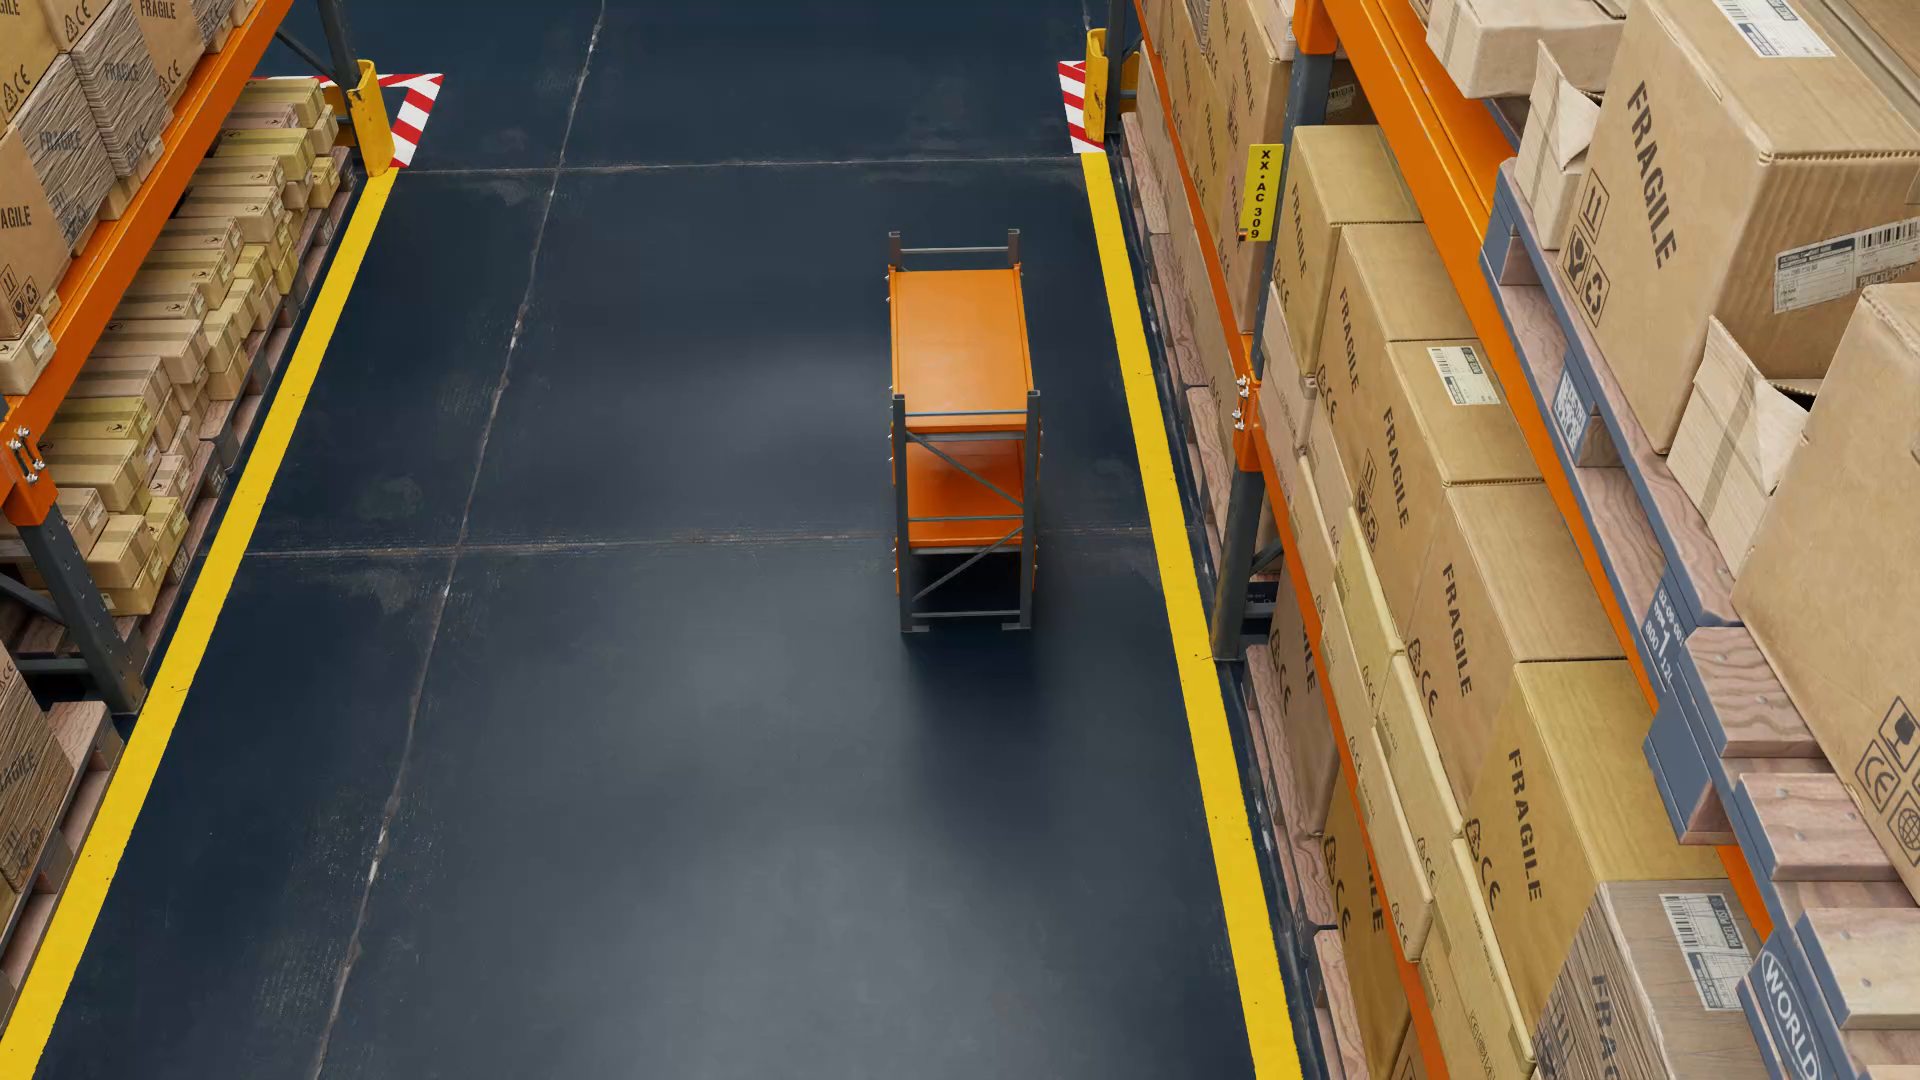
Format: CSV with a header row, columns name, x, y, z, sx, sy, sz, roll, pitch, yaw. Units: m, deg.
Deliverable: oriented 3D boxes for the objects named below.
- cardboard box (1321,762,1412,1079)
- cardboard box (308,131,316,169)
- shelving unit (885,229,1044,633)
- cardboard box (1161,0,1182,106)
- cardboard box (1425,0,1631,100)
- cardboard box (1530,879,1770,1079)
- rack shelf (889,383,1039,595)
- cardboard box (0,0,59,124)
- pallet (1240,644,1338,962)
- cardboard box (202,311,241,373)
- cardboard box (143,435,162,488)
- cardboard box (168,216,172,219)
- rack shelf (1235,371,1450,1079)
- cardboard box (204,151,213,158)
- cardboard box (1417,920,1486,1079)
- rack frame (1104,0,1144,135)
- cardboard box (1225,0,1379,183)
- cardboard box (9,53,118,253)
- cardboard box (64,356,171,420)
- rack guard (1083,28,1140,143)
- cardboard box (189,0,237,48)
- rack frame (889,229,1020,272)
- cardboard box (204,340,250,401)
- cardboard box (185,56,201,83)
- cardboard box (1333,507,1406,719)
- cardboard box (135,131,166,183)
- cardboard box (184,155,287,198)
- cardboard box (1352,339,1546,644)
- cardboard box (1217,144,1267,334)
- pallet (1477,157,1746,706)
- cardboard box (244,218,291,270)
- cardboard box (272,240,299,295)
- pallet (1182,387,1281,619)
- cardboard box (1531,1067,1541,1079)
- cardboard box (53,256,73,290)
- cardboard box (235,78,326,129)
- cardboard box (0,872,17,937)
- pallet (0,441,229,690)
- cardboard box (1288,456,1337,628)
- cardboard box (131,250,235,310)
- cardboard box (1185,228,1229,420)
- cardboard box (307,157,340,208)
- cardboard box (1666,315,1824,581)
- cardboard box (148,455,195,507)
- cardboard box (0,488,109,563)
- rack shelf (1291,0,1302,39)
name,x,y,z,sx,sy,sz,roll,pitch,yaw
cardboard box,1.602,0.954,4.751,0.875,0.875,0.875,-1,43,-1
cardboard box,-3.396,-1.878,8.158,0.380,0.149,0.250,-3,43,-3
shelving unit,0.000,-0.419,6.375,0.538,1.125,1.048,-2,43,-2
cardboard box,1.104,-2.083,6.729,0.500,0.500,0.500,0,43,0
cardboard box,1.154,-1.011,3.275,0.380,0.166,0.250,-4,43,-5
cardboard box,1.307,0.907,2.727,0.500,0.500,0.500,-1,43,-1
rack shelf,0.000,-0.239,6.540,0.538,0.278,1.000,-2,43,-2
cardboard box,-3.304,-1.667,5.314,0.500,0.500,0.500,-3,43,-3
pallet,1.558,0.846,5.671,1.003,0.211,1.213,-2,43,-2
cardboard box,-3.278,-0.830,7.015,0.380,0.149,0.250,-2,43,-2
cardboard box,-3.334,-0.290,6.425,0.380,0.149,0.250,-2,43,-2
cardboard box,-3.947,-1.414,7.872,0.380,0.149,0.250,-1,43,-1
rack shelf,1.535,0.915,4.065,1.077,0.370,4.000,-2,43,-2
cardboard box,-3.895,-2.043,8.338,0.380,0.149,0.250,0,43,0
cardboard box,1.296,1.036,3.511,0.500,0.250,0.500,-2,43,-2
rack frame,1.280,-3.401,8.241,1.000,3.000,0.127,-2,43,-2
cardboard box,1.154,-1.417,5.262,0.500,0.500,0.500,-2,43,-2
cardboard box,-3.289,-1.312,5.668,0.500,0.500,0.500,-2,43,-2
cardboard box,-3.345,-0.584,6.527,0.380,0.149,0.250,-3,43,-3
rack guard,1.279,-2.496,9.103,1.175,0.500,0.348,-2,43,-2
cardboard box,-3.337,-2.352,6.801,0.500,0.500,0.500,-2,43,-2
rack frame,-0.022,-0.762,6.749,0.500,1.125,0.032,-2,43,-2
cardboard box,-3.281,-0.724,7.119,0.380,0.149,0.250,-3,43,-3
cardboard box,-3.398,-2.014,6.913,0.380,0.149,0.250,-3,43,-4
cardboard box,1.232,0.168,4.088,0.500,0.250,0.500,-1,43,-1
cardboard box,-3.281,-1.486,6.337,0.380,0.149,0.250,0,43,0
cardboard box,-3.347,-1.645,7.683,0.380,0.149,0.250,-3,43,-4
cardboard box,1.250,-0.120,3.847,0.500,0.500,0.500,-3,43,-3
cardboard box,1.175,-1.043,5.594,0.500,0.500,0.500,-1,43,-1
pallet,1.489,-0.224,2.695,1.003,0.211,1.213,0,43,0
cardboard box,-3.295,-1.356,7.589,0.380,0.149,0.250,-1,43,-1
cardboard box,-3.296,-1.257,7.701,0.380,0.149,0.250,-3,43,-4
pallet,1.496,-0.188,6.799,1.003,0.211,1.213,-2,43,-2
cardboard box,1.320,1.205,2.957,0.500,0.250,0.500,-3,43,-3
cardboard box,-3.325,-0.949,5.752,0.380,0.149,0.250,-3,43,-4
cardboard box,-3.386,-2.164,8.250,0.380,0.149,0.250,-1,43,-1
cardboard box,-3.187,1.115,4.853,0.500,0.500,0.500,-3,43,-3
pallet,-3.555,0.085,6.501,1.003,0.211,1.213,-2,43,-2
cardboard box,1.228,0.009,4.632,0.500,0.250,0.500,-3,43,-3
cardboard box,-3.340,-1.108,7.098,0.380,0.149,0.250,-1,43,-2
cardboard box,1.492,-0.942,7.144,0.875,0.438,0.875,-3,43,-3
cardboard box,-3.318,-1.775,8.265,0.380,0.149,0.250,0,43,0
cardboard box,1.212,-0.131,2.242,0.396,0.266,0.258,-3,43,-3
cardboard box,-3.260,-0.195,6.542,0.380,0.149,0.250,-2,43,-2
cardboard box,-3.299,-0.052,5.946,0.380,0.149,0.250,0,43,0
rack shelf,1.365,-2.891,5.997,1.077,0.370,4.000,-2,43,-2
